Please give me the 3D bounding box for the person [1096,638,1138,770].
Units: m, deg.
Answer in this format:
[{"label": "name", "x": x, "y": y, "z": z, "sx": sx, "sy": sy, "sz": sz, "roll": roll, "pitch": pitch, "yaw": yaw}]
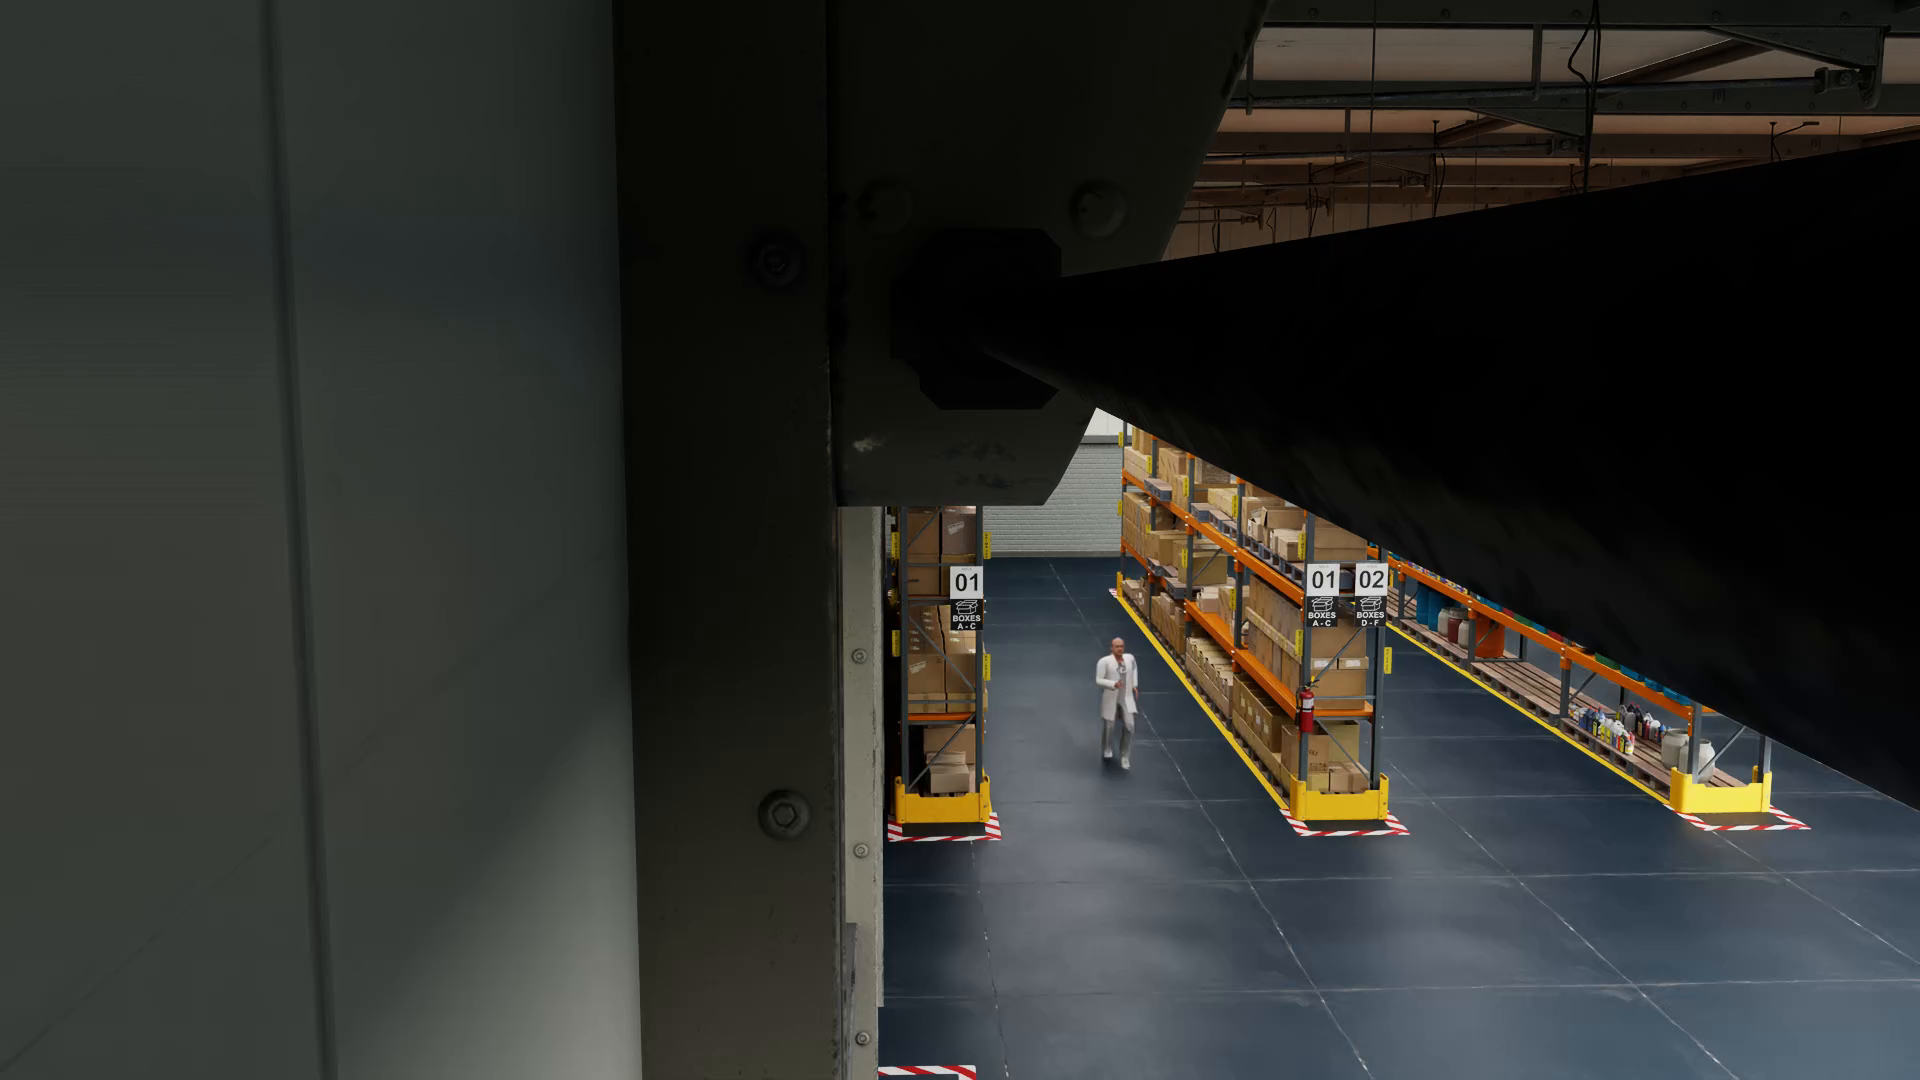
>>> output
[{"label": "person", "x": 2.172, "y": 2.247, "z": 22.935, "sx": 0.682, "sy": 1.836, "sz": 0.907, "roll": -2, "pitch": 8, "yaw": -12}]
